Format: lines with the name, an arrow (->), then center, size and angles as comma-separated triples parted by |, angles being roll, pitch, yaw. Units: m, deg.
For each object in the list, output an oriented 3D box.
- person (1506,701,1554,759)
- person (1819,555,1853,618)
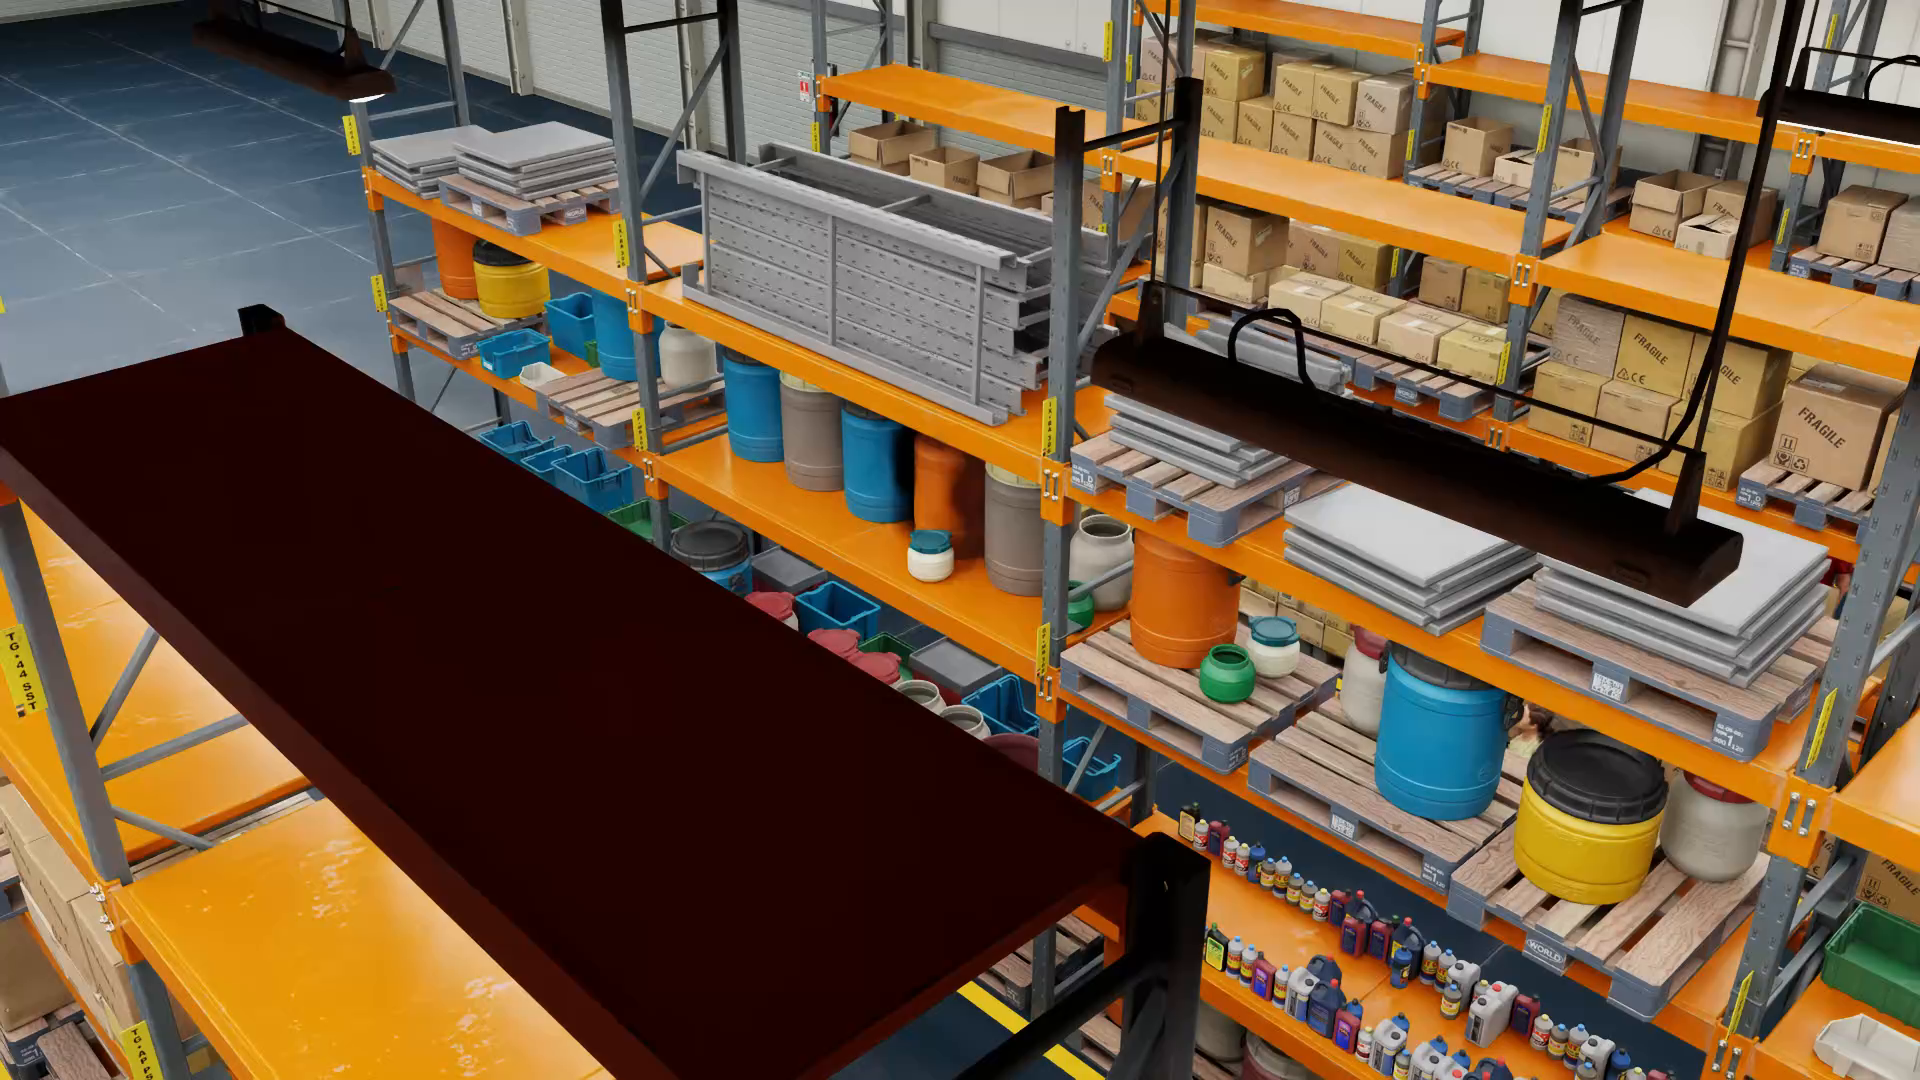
person -> 3.857, 1.795, 11.743 | 0.572, 1.603, 1.051 | -21, 35, -34
person -> 7.224, 0.485, 14.143 | 0.434, 1.732, 0.554 | -22, 35, -35
